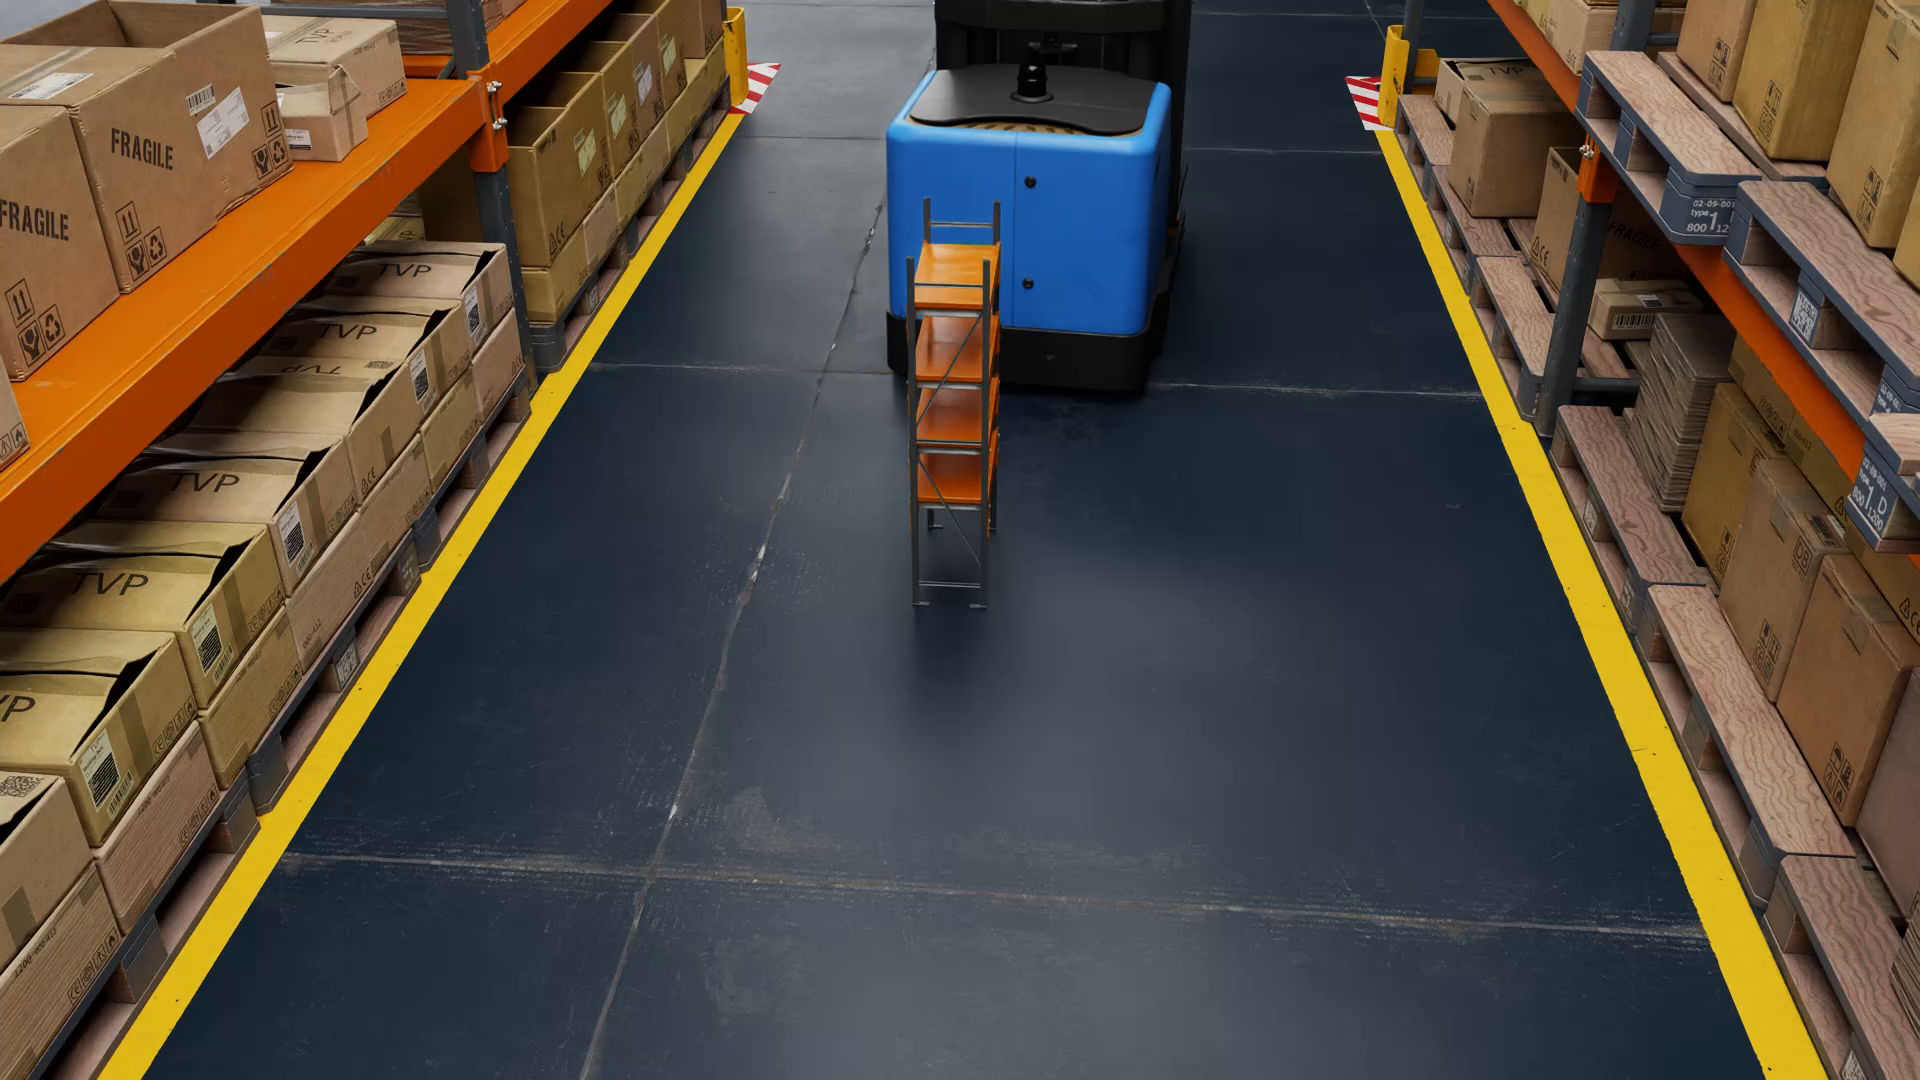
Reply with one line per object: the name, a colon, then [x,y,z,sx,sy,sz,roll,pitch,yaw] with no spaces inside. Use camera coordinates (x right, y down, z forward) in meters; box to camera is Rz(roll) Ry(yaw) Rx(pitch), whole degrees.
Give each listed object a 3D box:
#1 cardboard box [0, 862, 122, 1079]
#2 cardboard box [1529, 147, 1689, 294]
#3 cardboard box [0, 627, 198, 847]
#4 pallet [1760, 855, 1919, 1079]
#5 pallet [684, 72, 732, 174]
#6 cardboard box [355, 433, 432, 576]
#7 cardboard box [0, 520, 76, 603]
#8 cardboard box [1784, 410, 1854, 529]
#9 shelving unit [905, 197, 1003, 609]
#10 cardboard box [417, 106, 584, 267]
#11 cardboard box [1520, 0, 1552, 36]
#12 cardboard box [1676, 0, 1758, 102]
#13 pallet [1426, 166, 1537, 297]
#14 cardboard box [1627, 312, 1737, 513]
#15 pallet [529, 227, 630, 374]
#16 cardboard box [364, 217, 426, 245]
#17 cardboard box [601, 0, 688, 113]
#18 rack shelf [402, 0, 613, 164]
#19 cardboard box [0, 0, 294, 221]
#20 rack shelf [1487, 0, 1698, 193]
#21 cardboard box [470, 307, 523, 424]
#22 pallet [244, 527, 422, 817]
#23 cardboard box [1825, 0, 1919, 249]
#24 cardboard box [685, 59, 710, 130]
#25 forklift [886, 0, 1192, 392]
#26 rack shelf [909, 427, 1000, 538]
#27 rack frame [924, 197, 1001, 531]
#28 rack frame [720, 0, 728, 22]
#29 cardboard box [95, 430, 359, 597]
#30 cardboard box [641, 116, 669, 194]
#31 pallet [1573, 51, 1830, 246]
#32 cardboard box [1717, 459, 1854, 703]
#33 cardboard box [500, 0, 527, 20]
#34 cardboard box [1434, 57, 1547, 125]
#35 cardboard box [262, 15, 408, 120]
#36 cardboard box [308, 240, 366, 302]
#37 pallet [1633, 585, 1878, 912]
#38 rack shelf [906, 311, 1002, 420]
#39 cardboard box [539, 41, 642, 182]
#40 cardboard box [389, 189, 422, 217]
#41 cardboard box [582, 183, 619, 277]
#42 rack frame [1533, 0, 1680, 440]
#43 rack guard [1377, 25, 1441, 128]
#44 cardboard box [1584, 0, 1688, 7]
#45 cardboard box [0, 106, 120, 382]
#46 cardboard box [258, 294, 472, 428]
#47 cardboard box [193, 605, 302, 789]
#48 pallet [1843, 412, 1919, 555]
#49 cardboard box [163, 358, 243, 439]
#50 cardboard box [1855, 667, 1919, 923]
cardboard box: [-2.203,0.939,3.588,0.500,0.250,0.500,2,32,4]
cardboard box: [2.770,-1.341,7.030,0.500,0.500,0.500,0,32,0]
cardboard box: [-2.169,0.425,3.887,0.500,0.311,0.500,2,32,3]
pallet: [2.464,1.197,3.607,1.003,0.211,1.213,2,32,4]
pallet: [-1.907,-2.386,9.420,1.003,0.211,1.213,2,32,4]
cardboard box: [-2.042,-0.130,5.323,0.500,0.250,0.500,3,32,5]
cardboard box: [-2.661,0.141,4.348,0.500,0.311,0.500,2,32,4]
cardboard box: [2.611,-0.228,4.509,0.500,0.250,0.500,2,32,3]
shelving unit: [-0.013,-0.424,5.295,0.258,1.200,0.503,2,32,4]
cardboard box: [-1.863,-1.440,6.733,0.500,0.500,0.500,2,32,4]
cardboard box: [2.510,-2.139,6.486,0.500,0.250,0.500,3,32,4]
cardboard box: [2.650,-1.639,5.035,0.700,0.500,0.500,3,32,4]
pallet: [2.841,-1.479,7.948,1.003,0.211,1.213,2,32,4]
cardboard box: [2.682,-0.411,5.521,0.700,0.500,0.500,3,32,6]
pallet: [-2.106,-1.110,7.350,1.003,0.211,1.213,2,32,4]
cardboard box: [-2.393,-1.143,6.966,0.500,0.250,0.500,2,32,4]
cardboard box: [-1.701,-2.486,8.430,0.500,0.500,0.500,2,32,4]
rack shelf: [-2.050,-2.623,7.832,1.077,0.370,4.000,2,32,4]
cardboard box: [-2.334,-1.249,4.823,0.500,0.500,0.500,5,32,8]
rack shelf: [2.888,-2.413,7.492,1.077,0.370,4.000,2,32,4]
cardboard box: [-1.957,-0.662,6.186,0.500,0.250,0.500,2,32,4]
pallet: [-2.330,0.331,5.012,1.003,0.211,1.213,2,32,4]
cardboard box: [2.574,-1.001,4.001,0.700,0.500,0.500,7,32,11]
cardboard box: [-1.665,-2.428,9.051,0.500,0.250,0.500,2,32,4]
forklift: [0.484,-2.592,7.163,1.130,2.935,3.031,6,32,9]
rack shelf: [-0.013,-0.198,5.434,0.258,0.148,0.480,2,32,4]
rack frame: [0.006,-0.552,5.502,0.240,1.200,0.015,2,32,4]
rack frame: [-1.887,-3.975,9.341,1.000,3.000,0.127,2,32,4]
cardboard box: [-2.083,-0.110,4.756,0.500,0.311,0.500,2,32,3]
cardboard box: [-1.746,-1.905,8.203,0.500,0.250,0.500,2,32,4]
pallet: [2.518,-1.198,5.018,1.003,0.211,1.213,2,32,4]
cardboard box: [2.608,0.126,4.649,0.700,0.500,0.500,3,32,5]
cardboard box: [-2.146,-2.434,6.745,0.700,0.500,0.500,2,32,3]
cardboard box: [2.905,-2.450,9.010,0.500,0.311,0.500,-1,32,-2]
cardboard box: [-2.209,-1.560,5.565,0.500,0.250,0.500,4,32,7]
cardboard box: [-2.495,-0.925,6.077,0.500,0.311,0.500,3,32,4]
pallet: [2.566,0.560,4.639,1.003,0.211,1.213,2,32,4]
rack shelf: [-0.013,-0.557,5.213,0.258,0.148,0.480,2,32,4]
cardboard box: [-1.782,-1.963,7.581,0.500,0.500,0.500,2,32,4]
cardboard box: [-2.340,-1.723,7.193,0.500,0.500,0.500,2,32,4]
cardboard box: [-1.827,-1.382,7.354,0.500,0.250,0.500,2,32,4]
rack frame: [2.725,-1.673,5.606,1.000,3.000,0.127,2,32,4]
rack guard: [3.044,-2.661,9.592,1.175,0.500,0.348,2,32,4]
cardboard box: [2.455,-2.198,5.866,0.500,0.500,0.500,2,32,4]
cardboard box: [-2.418,-0.712,3.951,0.500,0.500,0.500,1,32,1]
cardboard box: [-1.996,-0.634,5.605,0.500,0.311,0.500,3,32,5]
cardboard box: [-2.127,0.404,4.456,0.500,0.250,0.500,2,32,3]
pallet: [2.351,0.123,2.875,1.213,0.211,1.003,2,32,4]
cardboard box: [-2.581,-0.392,5.214,0.500,0.311,0.500,1,32,2]
cardboard box: [2.564,0.652,3.796,0.700,0.500,0.500,2,32,4]
